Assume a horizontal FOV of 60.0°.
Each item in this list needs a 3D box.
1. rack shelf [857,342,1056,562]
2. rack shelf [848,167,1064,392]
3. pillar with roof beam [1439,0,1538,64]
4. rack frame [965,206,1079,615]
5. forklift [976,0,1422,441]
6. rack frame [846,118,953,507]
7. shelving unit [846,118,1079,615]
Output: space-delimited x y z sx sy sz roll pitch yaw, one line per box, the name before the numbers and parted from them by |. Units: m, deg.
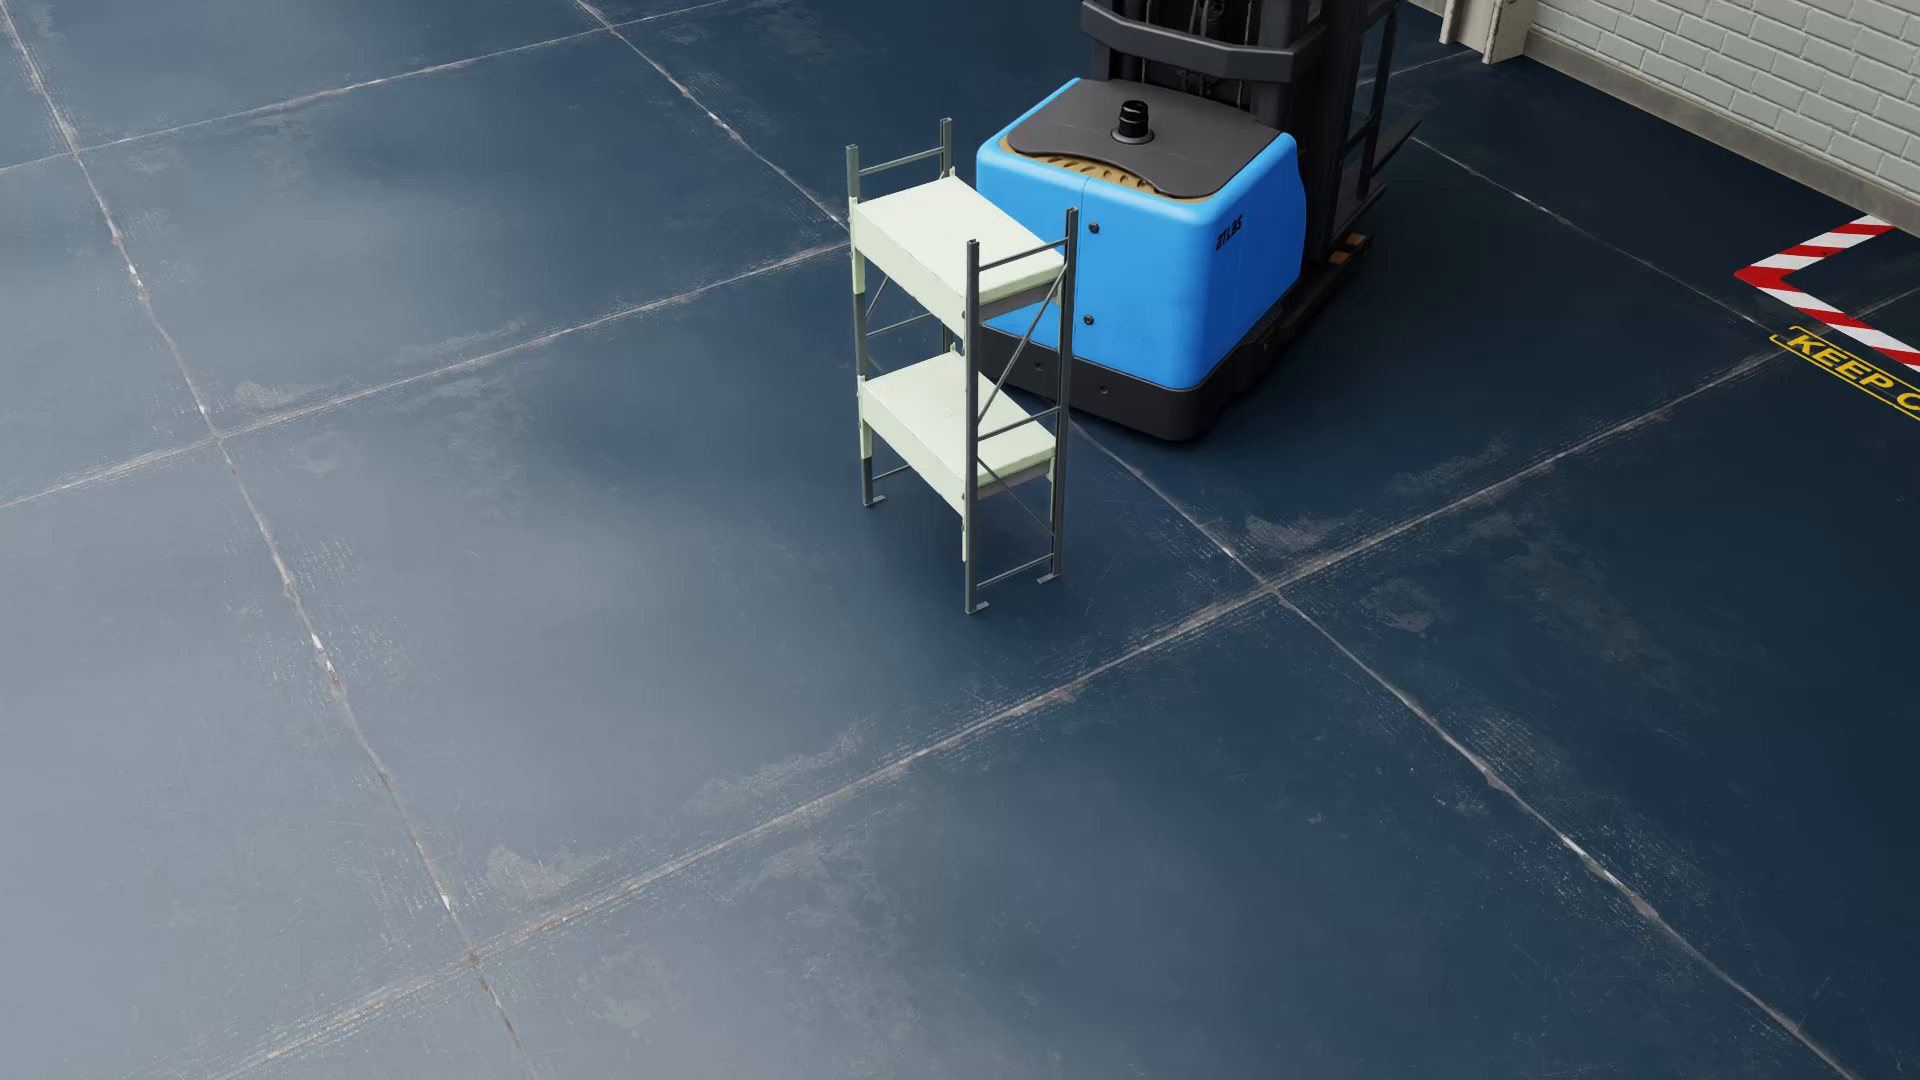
rack shelf | -0.004 -0.329 5.983 0.431 0.370 0.720 -22 45 -24
rack shelf | -0.004 -0.880 5.524 0.431 0.370 0.720 -22 45 -24
pillar with roof beam | -0.582 -4.855 5.047 9.100 9.000 0.400 -22 45 -24
rack frame | 0.193 -0.382 5.537 0.400 1.500 0.023 -22 45 -24
forklift | 1.267 -2.435 6.883 1.130 2.935 3.031 22 45 25
rack frame | -0.200 -0.777 6.011 0.400 1.500 0.023 -22 45 -24
shelving unit | -0.004 -0.580 5.774 0.431 1.500 0.755 -22 45 -24
